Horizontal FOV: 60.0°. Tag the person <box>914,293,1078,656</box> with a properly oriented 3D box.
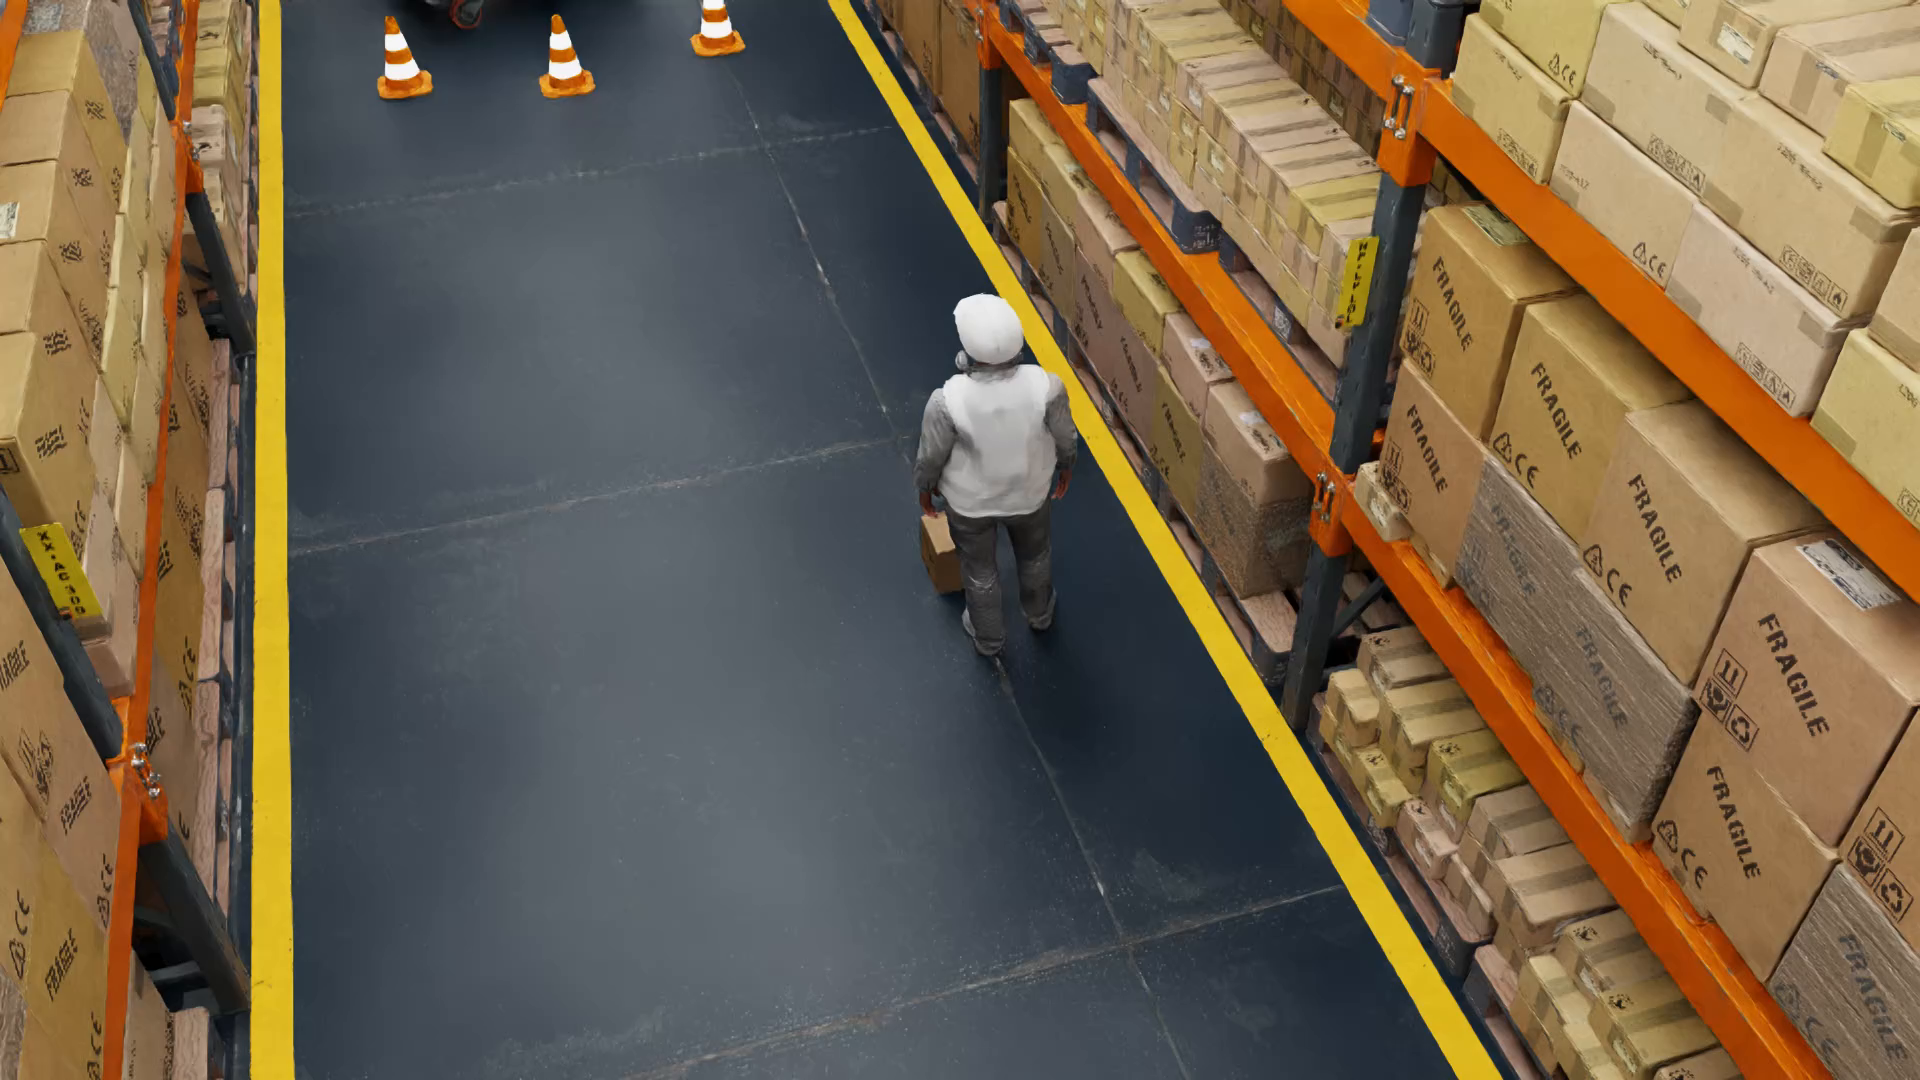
[{"bbox_3d":[0.132,-0.257,6.416,0.635,1.768,0.568,-6,42,-6],"label":"person"}]
